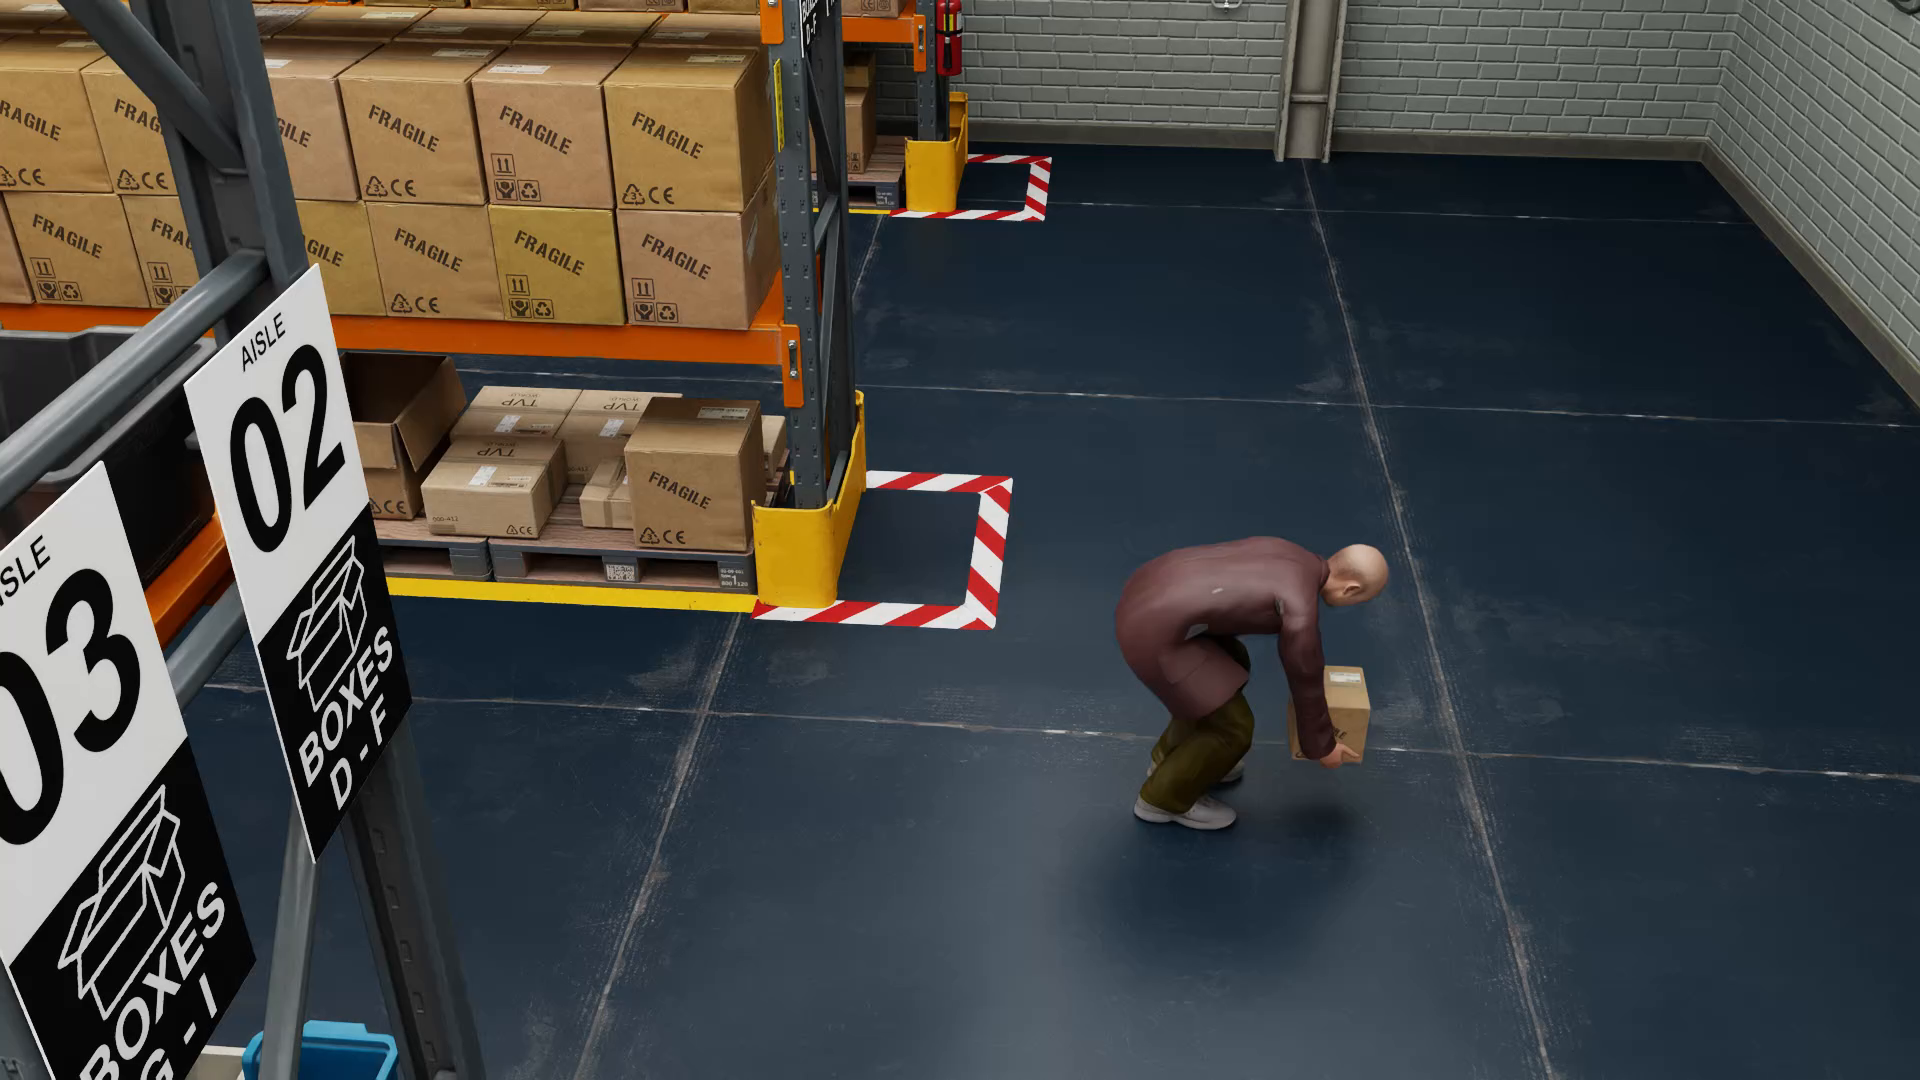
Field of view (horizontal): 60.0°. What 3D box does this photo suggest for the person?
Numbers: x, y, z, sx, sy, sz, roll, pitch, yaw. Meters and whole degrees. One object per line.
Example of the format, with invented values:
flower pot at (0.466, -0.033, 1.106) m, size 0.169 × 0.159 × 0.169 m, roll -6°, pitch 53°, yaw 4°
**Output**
person at (1.014, 0.508, 5.983) m, size 0.940 × 1.086 × 0.581 m, roll 1°, pitch 32°, yaw 2°
